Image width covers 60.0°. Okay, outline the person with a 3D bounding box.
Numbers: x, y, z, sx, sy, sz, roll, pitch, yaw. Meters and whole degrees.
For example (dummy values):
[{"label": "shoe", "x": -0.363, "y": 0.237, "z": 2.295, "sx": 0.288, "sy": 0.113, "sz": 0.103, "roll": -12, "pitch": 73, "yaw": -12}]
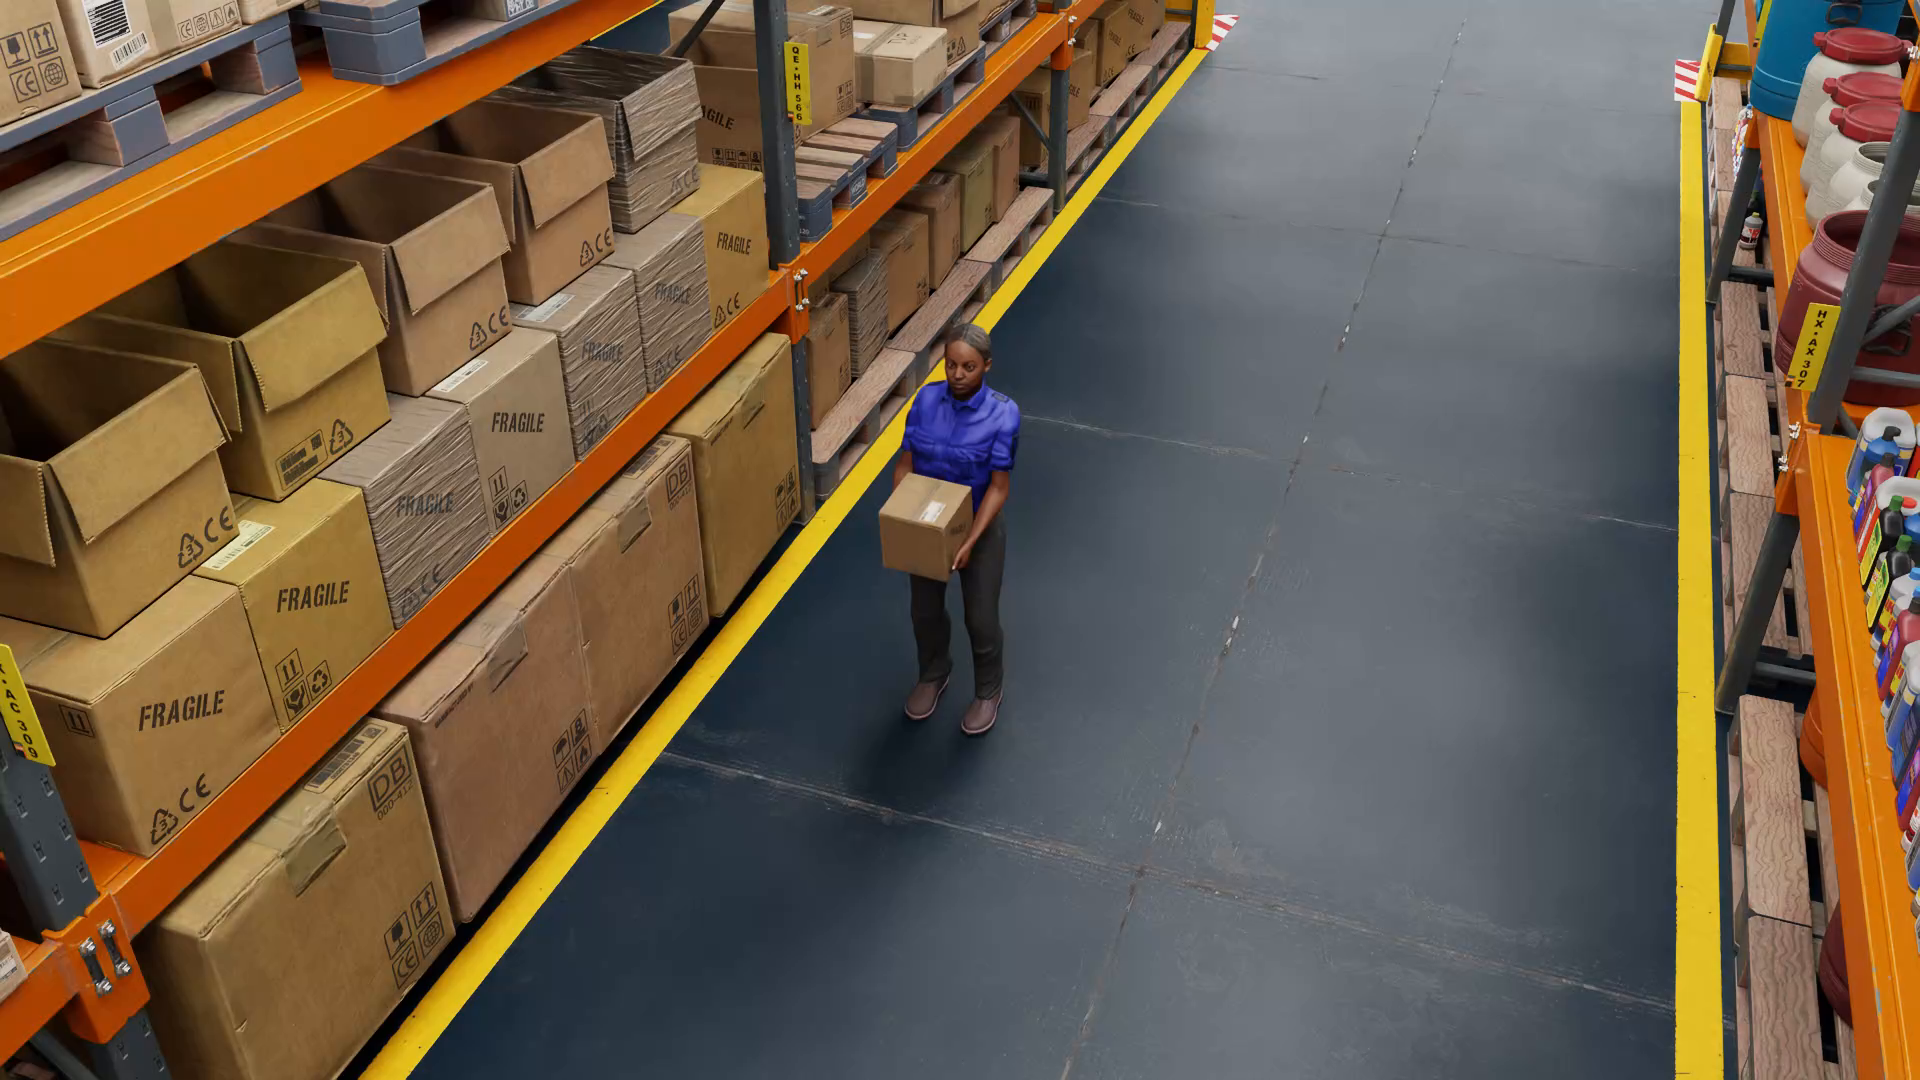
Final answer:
[{"label": "person", "x": -0.045, "y": 0.008, "z": 6.143, "sx": 0.451, "sy": 1.650, "sz": 0.518, "roll": 14, "pitch": 36, "yaw": 19}]
